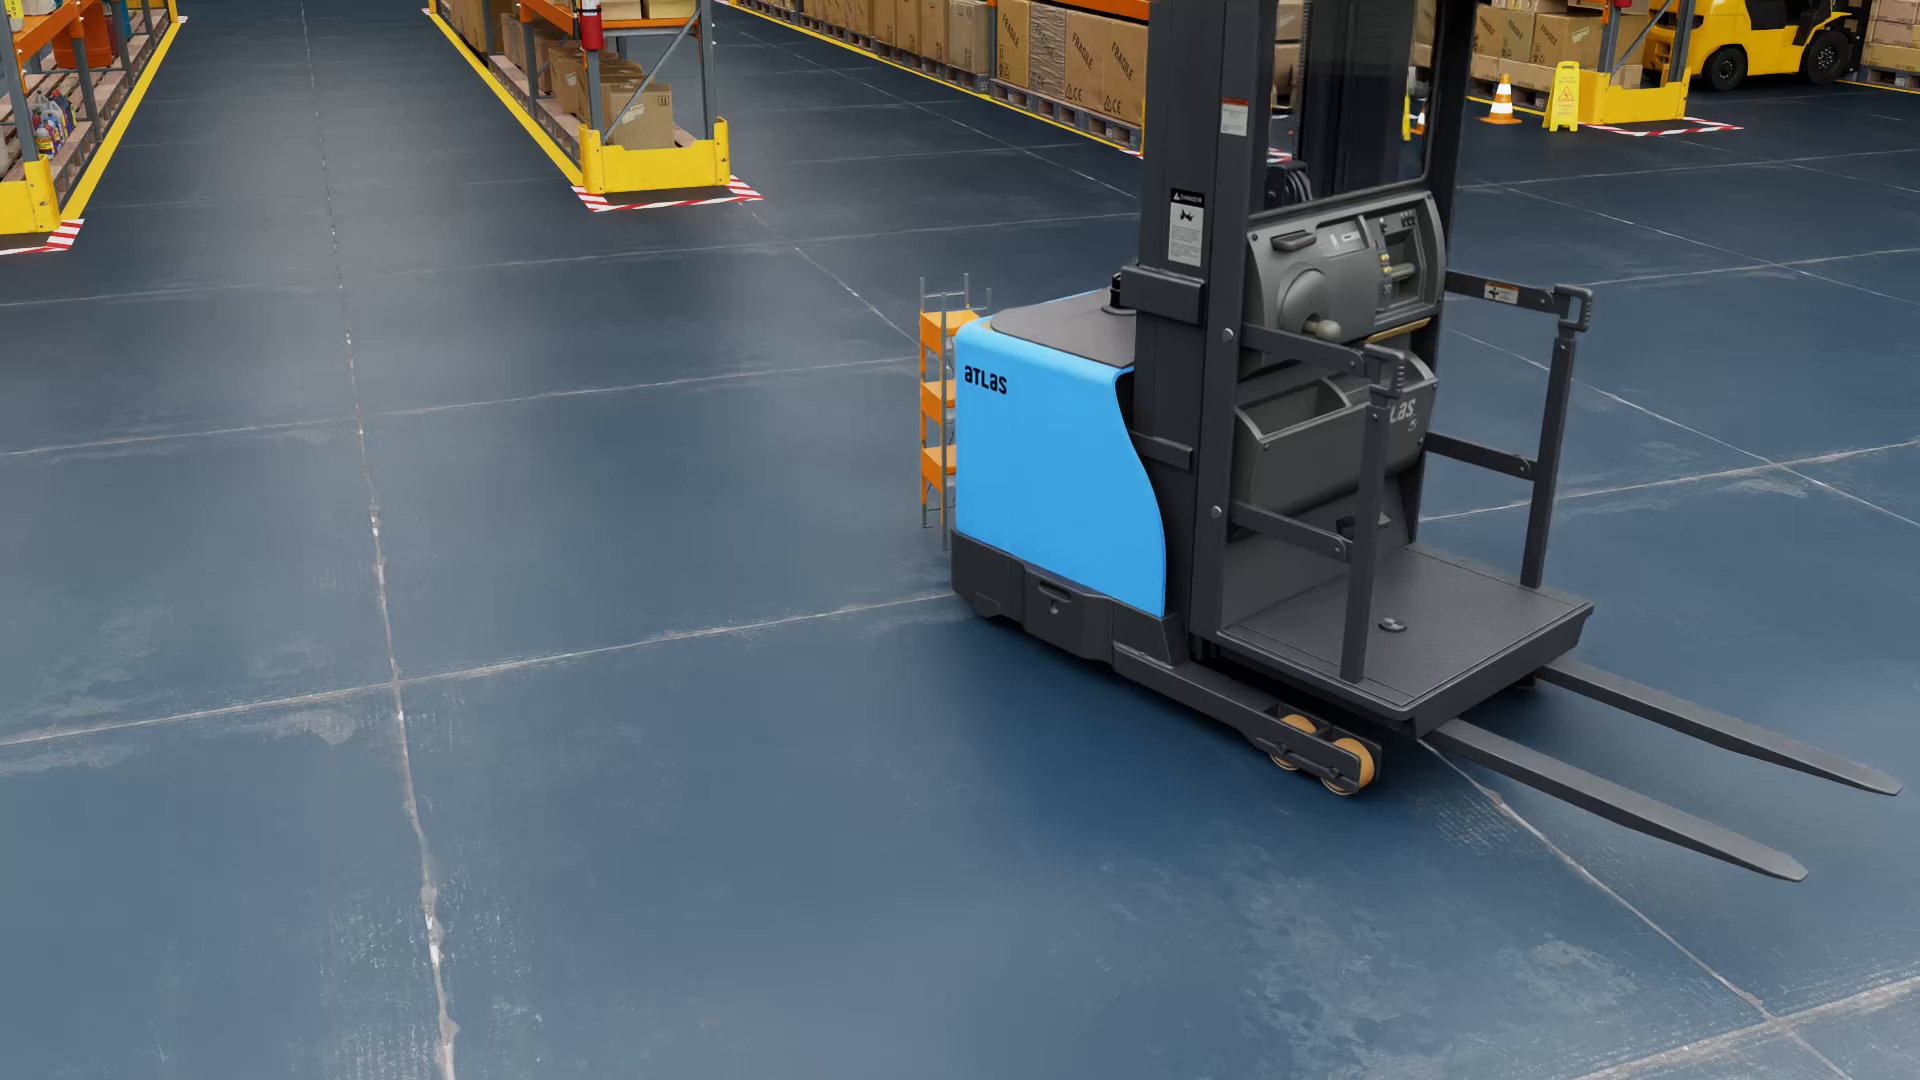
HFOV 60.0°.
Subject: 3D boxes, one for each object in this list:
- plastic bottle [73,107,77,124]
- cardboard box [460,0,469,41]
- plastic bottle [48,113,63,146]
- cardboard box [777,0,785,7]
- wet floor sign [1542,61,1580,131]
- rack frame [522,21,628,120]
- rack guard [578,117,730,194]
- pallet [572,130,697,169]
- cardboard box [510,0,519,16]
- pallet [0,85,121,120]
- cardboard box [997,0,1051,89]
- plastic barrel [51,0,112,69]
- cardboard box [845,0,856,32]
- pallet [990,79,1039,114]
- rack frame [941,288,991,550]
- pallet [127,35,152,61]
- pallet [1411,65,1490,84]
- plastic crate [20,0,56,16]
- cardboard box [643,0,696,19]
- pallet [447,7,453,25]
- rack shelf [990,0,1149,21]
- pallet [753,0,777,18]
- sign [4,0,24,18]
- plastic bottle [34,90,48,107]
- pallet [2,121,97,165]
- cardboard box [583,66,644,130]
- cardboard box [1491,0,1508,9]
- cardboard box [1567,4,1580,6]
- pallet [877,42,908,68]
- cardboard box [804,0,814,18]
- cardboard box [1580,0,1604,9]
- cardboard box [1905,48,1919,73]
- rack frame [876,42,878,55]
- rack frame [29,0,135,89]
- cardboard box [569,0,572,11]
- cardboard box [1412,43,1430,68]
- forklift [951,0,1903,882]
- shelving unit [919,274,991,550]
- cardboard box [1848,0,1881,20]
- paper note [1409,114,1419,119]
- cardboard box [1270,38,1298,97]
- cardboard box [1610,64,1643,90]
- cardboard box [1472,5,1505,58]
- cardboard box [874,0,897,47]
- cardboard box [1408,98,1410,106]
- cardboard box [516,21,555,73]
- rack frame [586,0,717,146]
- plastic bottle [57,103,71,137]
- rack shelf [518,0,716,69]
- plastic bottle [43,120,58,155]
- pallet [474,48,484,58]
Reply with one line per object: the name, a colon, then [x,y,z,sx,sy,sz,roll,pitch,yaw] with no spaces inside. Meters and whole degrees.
plastic bottle: [-8.086,-3.865,15.094,0.097,0.201,0.097,0,23,0]
cardboard box: [-5.817,-6.966,21.611,1.225,0.875,0.875,-8,24,-19]
plastic bottle: [-7.670,-3.469,14.064,0.097,0.271,0.097,0,23,0]
cardboard box: [-2.647,-8.439,26.041,0.380,0.149,0.250,-9,25,-21]
wet floor sign: [5.878,-4.326,16.182,0.267,0.644,0.232,0,23,-1]
rack frame: [-3.872,-5.720,16.459,1.000,3.000,0.127,-8,24,-19]
rack guard: [-2.486,-3.142,13.562,1.175,0.500,0.348,-8,24,-19]
pallet: [-2.740,-3.309,14.330,1.003,0.211,1.213,-8,24,-19]
cardboard box: [-5.021,-6.331,19.594,0.500,0.250,0.500,-7,24,-17]
pallet: [-9.254,-4.480,17.106,1.003,0.211,1.213,-8,24,-19]
cardboard box: [0.960,-5.340,17.753,0.875,0.875,0.875,-8,24,-18]
plastic barrel: [-10.108,-5.863,19.052,0.600,0.830,0.708,-8,24,-19]
cardboard box: [-1.266,-7.251,22.770,0.500,0.500,0.500,-7,24,-17]
pallet: [0.999,-4.792,17.847,1.003,0.211,1.213,-8,24,-19]
rack frame: [0.024,-0.459,6.487,0.200,1.050,0.008,-8,24,-19]
pallet: [-11.098,-6.376,21.607,1.003,0.211,1.213,-8,24,-19]
pallet: [5.669,-5.556,19.660,1.003,0.211,1.213,-8,24,-19]
plastic crate: [-7.695,-4.364,13.581,0.530,0.136,0.437,-8,24,-19]
cardboard box: [-2.337,-4.287,13.383,0.380,0.149,0.250,-8,24,-19]
pallet: [-7.329,-8.073,25.632,1.003,0.211,1.213,-8,24,-19]
rack shelf: [1.510,-5.306,16.402,1.077,0.370,4.000,-8,24,-19]
pallet: [-2.728,-8.669,27.046,1.003,0.211,1.213,-8,24,-19]
sign: [-6.577,-3.789,11.520,0.100,0.325,0.005,-8,24,-19]
plastic bottle: [-8.144,-3.808,14.768,0.144,0.351,0.185,-8,24,-19]
pallet: [-8.308,-3.506,14.796,1.003,0.211,1.213,-8,24,-19]
cardboard box: [-3.111,-3.980,15.009,0.500,0.500,0.500,-6,24,-14]
cardboard box: [5.915,-5.765,17.764,0.380,0.149,0.250,-7,24,-17]
cardboard box: [6.418,-5.611,18.234,0.500,0.500,0.500,-8,24,-18]
pallet: [-0.401,-6.236,21.273,1.003,0.211,1.213,-8,24,-19]
cardboard box: [-2.010,-8.007,24.564,0.500,0.500,0.500,-7,24,-17]
cardboard box: [9.312,-7.605,23.449,0.875,0.625,0.625,-9,25,-21]
cardboard box: [10.993,-5.363,18.611,0.500,0.250,0.500,-8,24,-19]
rack frame: [-0.609,-7.817,21.435,1.000,3.000,0.127,-8,24,-19]
rack frame: [-9.919,-6.494,18.295,1.000,3.000,0.127,-8,24,-19]
cardboard box: [-3.051,-4.494,13.873,0.380,0.149,0.250,-8,24,-19]
cardboard box: [5.554,-5.562,19.085,0.500,0.250,0.500,-7,24,-16]
forklift: [1.329,-0.816,4.911,1.130,2.935,3.031,-19,30,-38]
shelving unit: [-0.019,-0.503,6.592,0.215,1.050,0.252,-8,24,-19]
cardboard box: [10.626,-6.187,19.280,0.500,0.250,0.500,-8,24,-18]
paper note: [4.616,-4.329,16.981,0.148,0.019,0.142,-18,29,-37]
cardboard box: [3.485,-5.168,18.189,0.797,0.637,0.503,-8,24,-19]
cardboard box: [6.786,-4.884,17.475,0.500,0.250,0.500,-9,24,-19]
cardboard box: [5.926,-5.527,18.036,0.500,0.500,0.500,-9,24,-20]
cardboard box: [-0.478,-6.741,21.236,1.050,0.750,0.750,-9,24,-20]
cardboard box: [4.459,-4.512,17.263,0.380,0.149,0.250,4,23,9]
cardboard box: [-4.615,-5.579,18.776,0.700,0.500,0.500,-6,24,-15]
rack frame: [-2.459,-4.267,13.011,1.000,3.000,0.127,-8,24,-19]
plastic bottle: [-7.844,-3.674,14.535,0.061,0.283,0.133,-7,24,-15]
rack shelf: [-3.166,-4.662,14.875,1.077,0.370,4.000,-8,24,-19]
plastic bottle: [-7.505,-3.324,13.706,0.061,0.283,0.133,-8,24,-18]
pallet: [-5.920,-6.628,22.204,1.003,0.211,1.213,-8,24,-19]
